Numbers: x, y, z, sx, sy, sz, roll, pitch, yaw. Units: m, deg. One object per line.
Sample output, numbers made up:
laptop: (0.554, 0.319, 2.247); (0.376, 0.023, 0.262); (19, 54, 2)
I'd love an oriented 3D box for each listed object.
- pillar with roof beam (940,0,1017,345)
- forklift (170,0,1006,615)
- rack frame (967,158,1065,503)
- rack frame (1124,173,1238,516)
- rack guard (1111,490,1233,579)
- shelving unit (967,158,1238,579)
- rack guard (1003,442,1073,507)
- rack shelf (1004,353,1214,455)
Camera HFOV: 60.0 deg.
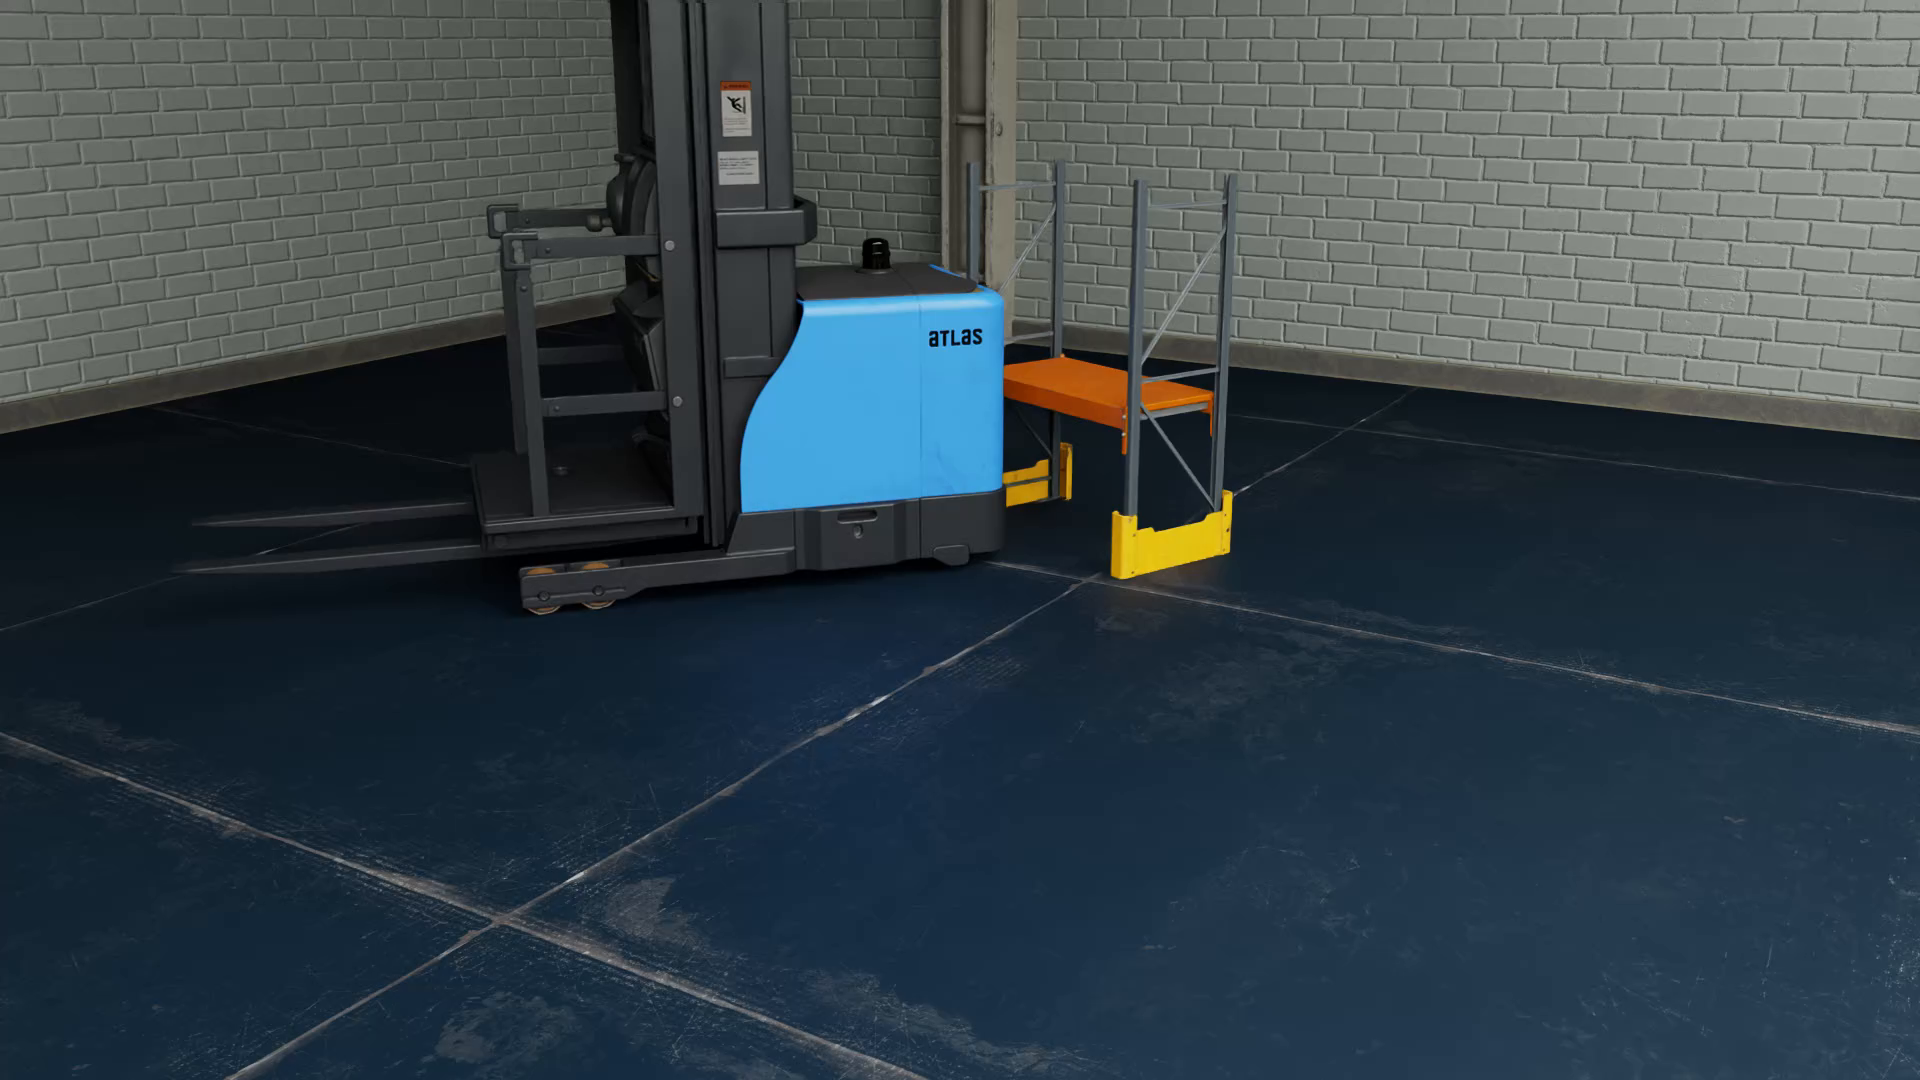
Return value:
pillar with roof beam: (-2.133, -4.577, 6.465); (0.400, 9.000, 9.100); (10, 20, 30)
forklift: (-1.393, -1.305, 6.136); (3.031, 2.935, 1.130); (-5, 18, -17)
rack frame: (0.237, -0.864, 7.144); (0.500, 1.500, 0.032); (-12, 21, -34)
rack frame: (0.838, -0.625, 6.359); (0.500, 1.500, 0.032); (-12, 21, -34)
rack guard: (0.837, -0.028, 6.542); (0.587, 0.250, 0.087); (-12, 21, -34)
shelving unit: (0.543, -0.742, 6.745); (0.587, 1.500, 1.083); (-12, 21, -34)
rack guard: (0.249, -0.261, 7.311); (0.587, 0.250, 0.087); (-12, 21, -34)
rack shelf: (0.537, -0.572, 6.804); (0.538, 0.185, 1.000); (-12, 21, -34)
